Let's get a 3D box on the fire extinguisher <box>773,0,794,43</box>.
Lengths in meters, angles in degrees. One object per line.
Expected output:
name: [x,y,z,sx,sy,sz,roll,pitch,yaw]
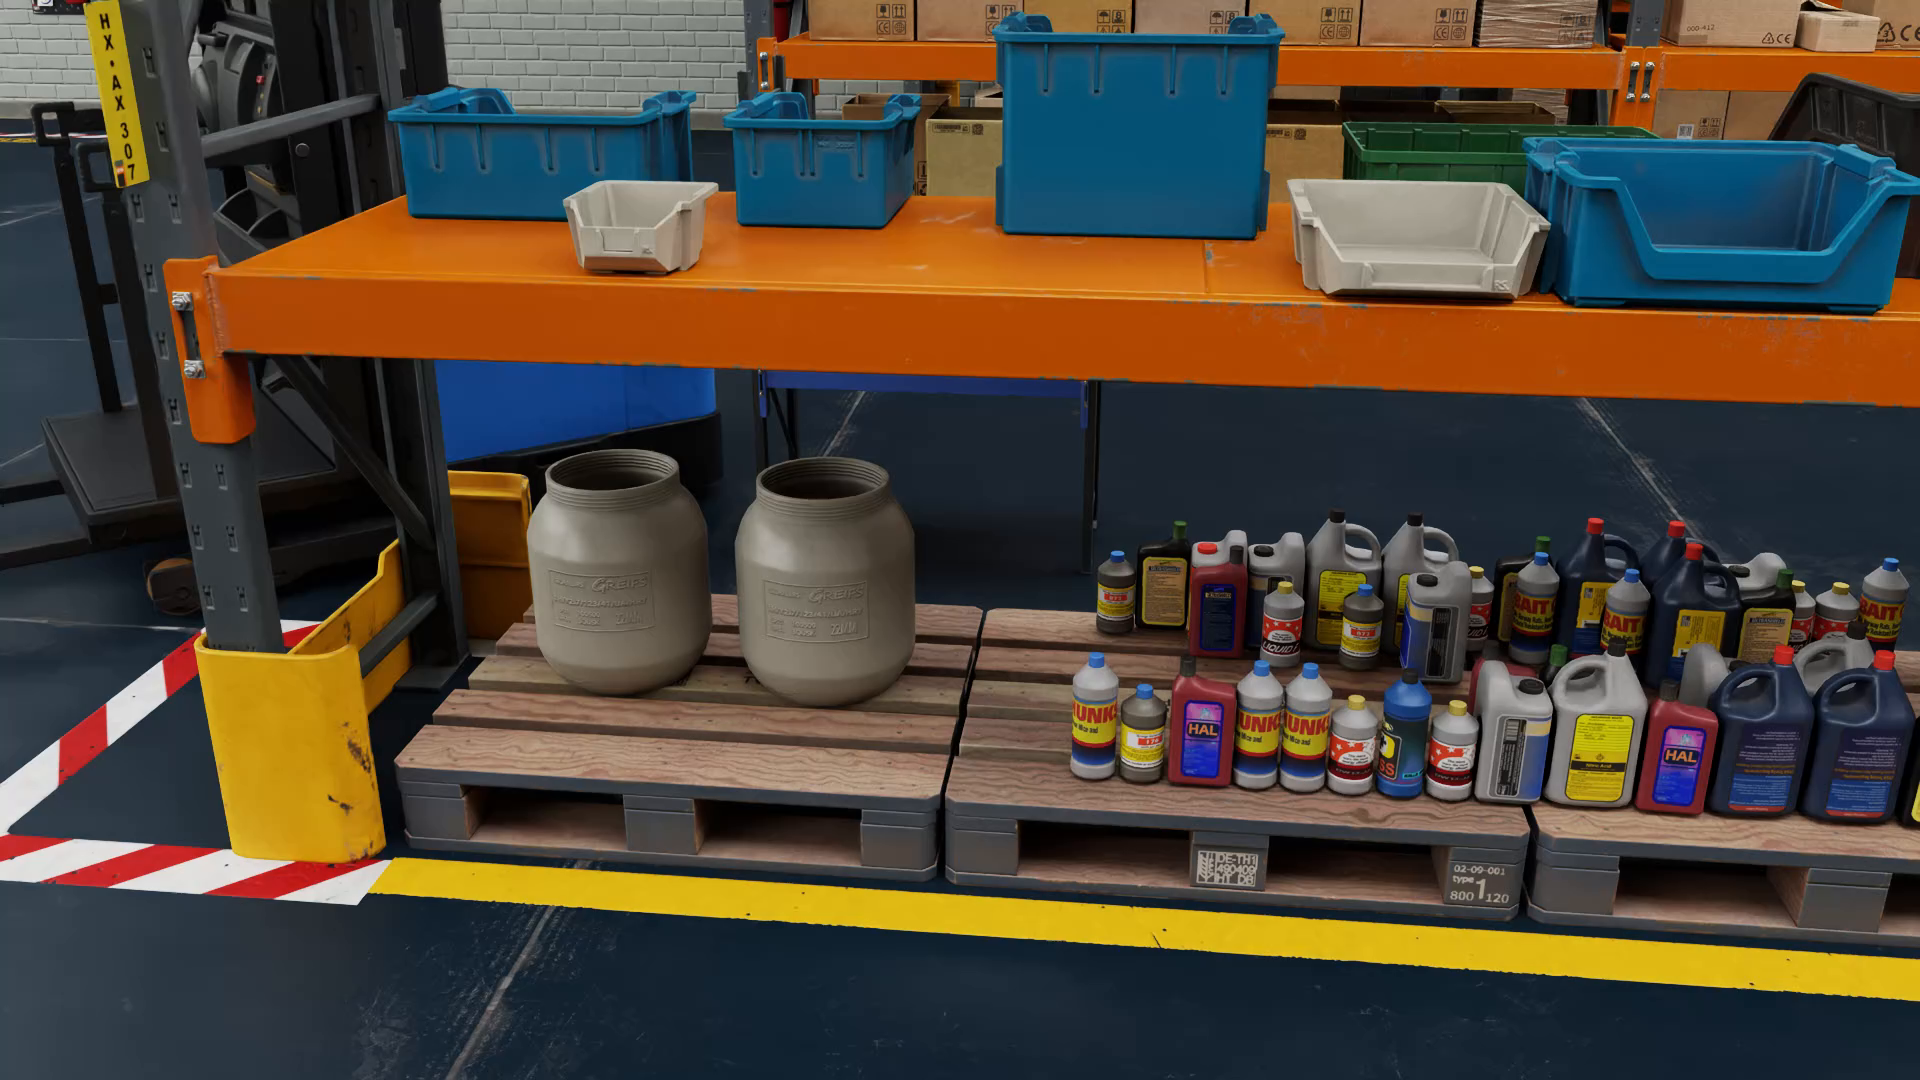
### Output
fire extinguisher: [-0.952,-2.836,8.639,0.183,0.674,0.296,2,22,6]

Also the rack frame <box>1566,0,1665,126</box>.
rack frame: [3.083,-2.524,7.745,0.127,3.000,1.000,2,22,6]

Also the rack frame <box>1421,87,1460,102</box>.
rack frame: [3.662,-4.333,12.320,0.127,3.000,1.000,2,22,6]

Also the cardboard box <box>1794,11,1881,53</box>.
cardboard box: [3.938,-2.294,7.505,0.250,0.149,0.380,2,22,6]

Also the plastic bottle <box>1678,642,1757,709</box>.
plastic bottle: [1.624,0.360,3.556,0.135,0.276,0.152,2,22,6]

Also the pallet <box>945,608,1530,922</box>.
pallet: [0.619,0.485,3.927,1.213,0.211,1.003,2,22,6]

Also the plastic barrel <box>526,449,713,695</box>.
plastic barrel: [-0.814,0.073,3.987,0.421,0.512,0.421,0,22,0]

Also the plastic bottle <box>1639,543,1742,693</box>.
plastic bottle: [1.726,0.178,3.915,0.185,0.351,0.144,2,22,6]

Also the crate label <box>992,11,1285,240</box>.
crate label: [0.383,-0.925,3.650,0.616,0.435,0.502,2,22,6]

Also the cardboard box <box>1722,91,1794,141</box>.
cardboard box: [5.918,-3.290,12.484,0.500,0.500,0.700,2,22,6]

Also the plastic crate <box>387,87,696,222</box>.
plastic crate: [-0.944,-0.907,3.858,0.616,0.251,0.499,2,22,6]

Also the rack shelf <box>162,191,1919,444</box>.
rack shelf: [0.510,-0.468,3.522,4.000,0.370,1.077,2,22,6]

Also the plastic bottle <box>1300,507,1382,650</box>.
plastic bottle: [0.949,0.090,4.136,0.185,0.351,0.144,3,22,9]

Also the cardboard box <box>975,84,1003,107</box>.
cardboard box: [0.366,-3.398,13.012,0.500,0.311,0.500,0,22,0]

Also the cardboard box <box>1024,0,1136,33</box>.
cardboard box: [0.587,-2.674,7.989,0.500,0.500,0.700,3,22,7]

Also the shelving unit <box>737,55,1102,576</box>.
shelving unit: [-0.085,-0.701,5.173,1.048,1.500,0.538,2,22,6]

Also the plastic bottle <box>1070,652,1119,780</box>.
plastic bottle: [0.287,0.367,3.543,0.097,0.271,0.097,0,22,0]

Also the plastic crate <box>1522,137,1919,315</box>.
plastic crate: [1.365,-0.596,3.069,0.616,0.251,0.499,2,22,6]

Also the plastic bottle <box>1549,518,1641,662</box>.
plastic bottle: [1.556,0.117,4.069,0.185,0.351,0.144,2,22,4]

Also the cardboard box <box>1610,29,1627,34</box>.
cardboard box: [4.832,-3.680,12.451,0.500,0.250,0.500,2,22,5]

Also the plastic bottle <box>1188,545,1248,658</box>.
plastic bottle: [0.634,0.149,4.080,0.133,0.283,0.061,2,22,6]

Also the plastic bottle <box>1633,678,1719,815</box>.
plastic bottle: [1.465,0.420,3.394,0.133,0.283,0.061,4,22,10]

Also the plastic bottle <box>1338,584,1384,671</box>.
plastic bottle: [0.978,0.206,4.047,0.097,0.201,0.097,0,22,0]

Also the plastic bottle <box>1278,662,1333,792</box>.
plastic bottle: [0.727,0.387,3.495,0.097,0.271,0.097,0,22,0]

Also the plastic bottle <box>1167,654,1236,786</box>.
plastic bottle: [0.510,0.378,3.499,0.133,0.283,0.061,3,22,7]

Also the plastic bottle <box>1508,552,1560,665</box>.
plastic bottle: [1.405,0.161,4.065,0.097,0.271,0.097,0,22,0]

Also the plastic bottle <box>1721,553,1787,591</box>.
plastic bottle: [1.907,0.168,4.041,0.135,0.276,0.152,3,22,8]

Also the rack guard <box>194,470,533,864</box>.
rack guard: [-1.395,0.260,4.103,0.348,0.500,1.175,2,22,6]

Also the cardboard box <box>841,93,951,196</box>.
cardboard box: [-0.322,-2.048,8.689,0.500,0.500,0.500,2,22,6]

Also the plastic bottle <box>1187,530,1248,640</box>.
plastic bottle: [0.646,0.113,4.180,0.135,0.276,0.152,3,22,7]

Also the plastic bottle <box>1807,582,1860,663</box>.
plastic bottle: [2.130,0.203,4.055,0.097,0.201,0.097,0,22,0]

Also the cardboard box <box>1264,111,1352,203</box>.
cardboard box: [1.604,-1.776,8.001,0.500,0.500,0.500,2,22,6]

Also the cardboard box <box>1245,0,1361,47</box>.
cardboard box: [1.619,-2.631,7.880,0.500,0.500,0.700,3,22,7]

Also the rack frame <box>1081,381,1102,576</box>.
rack frame: [0.420,-0.679,5.118,0.032,1.500,0.500,2,22,6]

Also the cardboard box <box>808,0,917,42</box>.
cardboard box: [-0.428,-2.719,8.101,0.500,0.500,0.700,3,22,6]

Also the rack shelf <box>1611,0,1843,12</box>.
rack shelf: [5.648,-3.912,12.233,4.000,0.370,1.077,2,22,6]

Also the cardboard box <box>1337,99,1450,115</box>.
cardboard box: [2.161,-1.943,8.423,0.500,0.500,0.500,2,22,6]

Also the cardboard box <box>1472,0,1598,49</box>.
cardboard box: [2.641,-2.588,7.769,0.500,0.500,0.700,2,22,5]

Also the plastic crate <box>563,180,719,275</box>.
plastic crate: [-0.625,-0.610,3.262,0.250,0.136,0.298,2,22,6]

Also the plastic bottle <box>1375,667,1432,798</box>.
plastic bottle: [0.928,0.395,3.473,0.097,0.271,0.097,0,22,0]

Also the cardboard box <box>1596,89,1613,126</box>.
cardboard box: [4.914,-3.345,12.623,0.500,0.500,0.700,2,22,5]

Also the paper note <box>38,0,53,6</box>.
paper note: [-8.089,-4.795,14.687,0.142,0.148,0.016,2,22,6]

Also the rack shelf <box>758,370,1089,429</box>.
rack shelf: [-0.085,-0.534,5.240,1.000,0.185,0.538,2,22,6]

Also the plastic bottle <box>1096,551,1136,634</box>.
plastic bottle: [0.399,0.127,4.246,0.097,0.201,0.097,0,22,0]

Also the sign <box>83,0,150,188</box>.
sign: [-1.545,-0.817,3.050,0.005,0.325,0.100,2,22,6]

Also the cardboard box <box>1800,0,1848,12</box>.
cardboard box: [3.977,-2.491,7.843,0.258,0.266,0.396,2,22,5]

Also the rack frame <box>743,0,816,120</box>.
rack frame: [-0.890,-2.697,8.183,0.127,3.000,1.000,2,22,6]

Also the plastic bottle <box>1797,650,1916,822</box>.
plastic bottle: [1.822,0.389,3.381,0.185,0.351,0.144,2,22,5]

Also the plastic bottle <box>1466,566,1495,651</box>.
plastic bottle: [1.277,0.165,4.149,0.097,0.201,0.097,0,22,0]

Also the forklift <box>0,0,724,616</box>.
forklift: [-2.335,-1.362,4.898,3.031,2.935,1.130,-14,25,-31]

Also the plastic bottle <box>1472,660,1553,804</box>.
plastic bottle: [1.150,0.393,3.473,0.135,0.276,0.152,3,22,7]

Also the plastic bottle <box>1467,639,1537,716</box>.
plastic bottle: [1.162,0.350,3.570,0.133,0.283,0.061,2,22,6]
